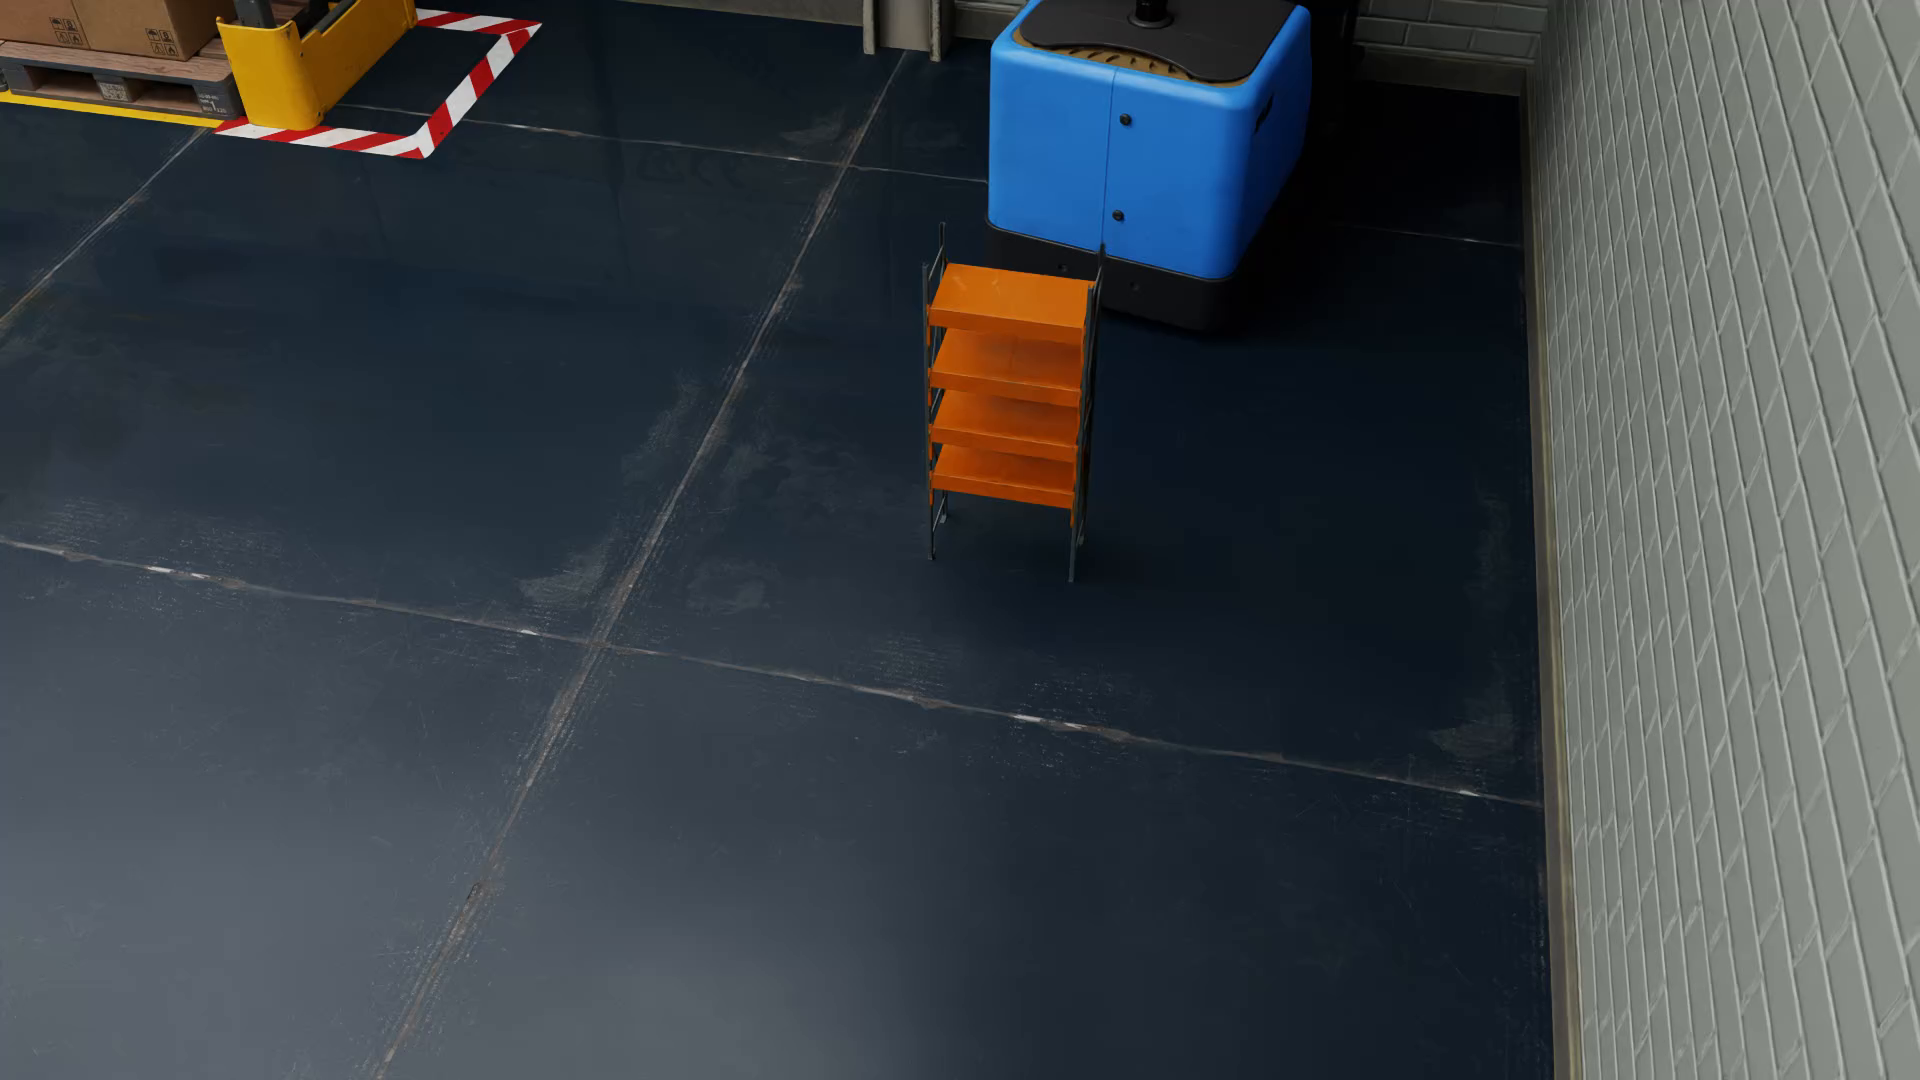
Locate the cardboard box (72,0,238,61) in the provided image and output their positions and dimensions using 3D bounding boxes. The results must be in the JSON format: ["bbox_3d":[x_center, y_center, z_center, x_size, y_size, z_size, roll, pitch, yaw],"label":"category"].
[{"bbox_3d":[-3.781,-2.686,7.877,0.500,0.500,0.700,9,45,9],"label":"cardboard box"}]

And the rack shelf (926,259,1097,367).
[{"bbox_3d":[0.162,-0.690,5.035,0.480,0.148,0.258,9,45,9],"label":"rack shelf"}]

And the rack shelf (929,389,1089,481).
[{"bbox_3d":[0.162,-0.359,5.355,0.480,0.148,0.258,9,45,9],"label":"rack shelf"}]

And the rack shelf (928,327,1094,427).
[{"bbox_3d":[0.162,-0.520,5.199,0.480,0.148,0.258,9,45,9],"label":"rack shelf"}]

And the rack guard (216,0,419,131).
[{"bbox_3d":[-3.052,-2.493,7.979,0.348,0.500,1.175,9,45,9],"label":"rack guard"}]

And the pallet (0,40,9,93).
[{"bbox_3d":[-5.060,-2.646,8.347,1.213,0.211,1.003,9,45,9],"label":"pallet"}]

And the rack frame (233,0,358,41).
[{"bbox_3d":[-3.076,-3.397,7.116,0.127,3.000,1.000,9,45,9],"label":"rack frame"}]

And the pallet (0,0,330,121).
[{"bbox_3d":[-3.873,-2.460,8.154,1.213,0.211,1.003,9,45,9],"label":"pallet"}]

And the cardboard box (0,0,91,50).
[{"bbox_3d":[-4.269,-2.762,7.956,0.500,0.500,0.700,9,45,9],"label":"cardboard box"}]

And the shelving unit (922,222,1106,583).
[{"bbox_3d":[0.162,-0.407,5.308,0.503,1.200,0.258,9,45,9],"label":"shelving unit"}]

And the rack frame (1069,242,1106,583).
[{"bbox_3d":[0.400,-0.370,5.269,0.015,1.200,0.240,9,45,9],"label":"rack frame"}]

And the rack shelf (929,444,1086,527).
[{"bbox_3d":[0.162,-0.216,5.492,0.480,0.148,0.258,9,45,9],"label":"rack shelf"}]

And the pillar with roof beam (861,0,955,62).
[{"bbox_3d":[-1.192,-2.821,2.192,0.400,9.000,9.100,9,45,9],"label":"pillar with roof beam"}]

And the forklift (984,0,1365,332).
[{"bbox_3d":[1.159,-2.897,6.647,1.130,2.935,3.031,17,46,17],"label":"forklift"}]

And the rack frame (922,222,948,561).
[{"bbox_3d":[-0.077,-0.444,5.346,0.015,1.200,0.240,9,45,9],"label":"rack frame"}]
